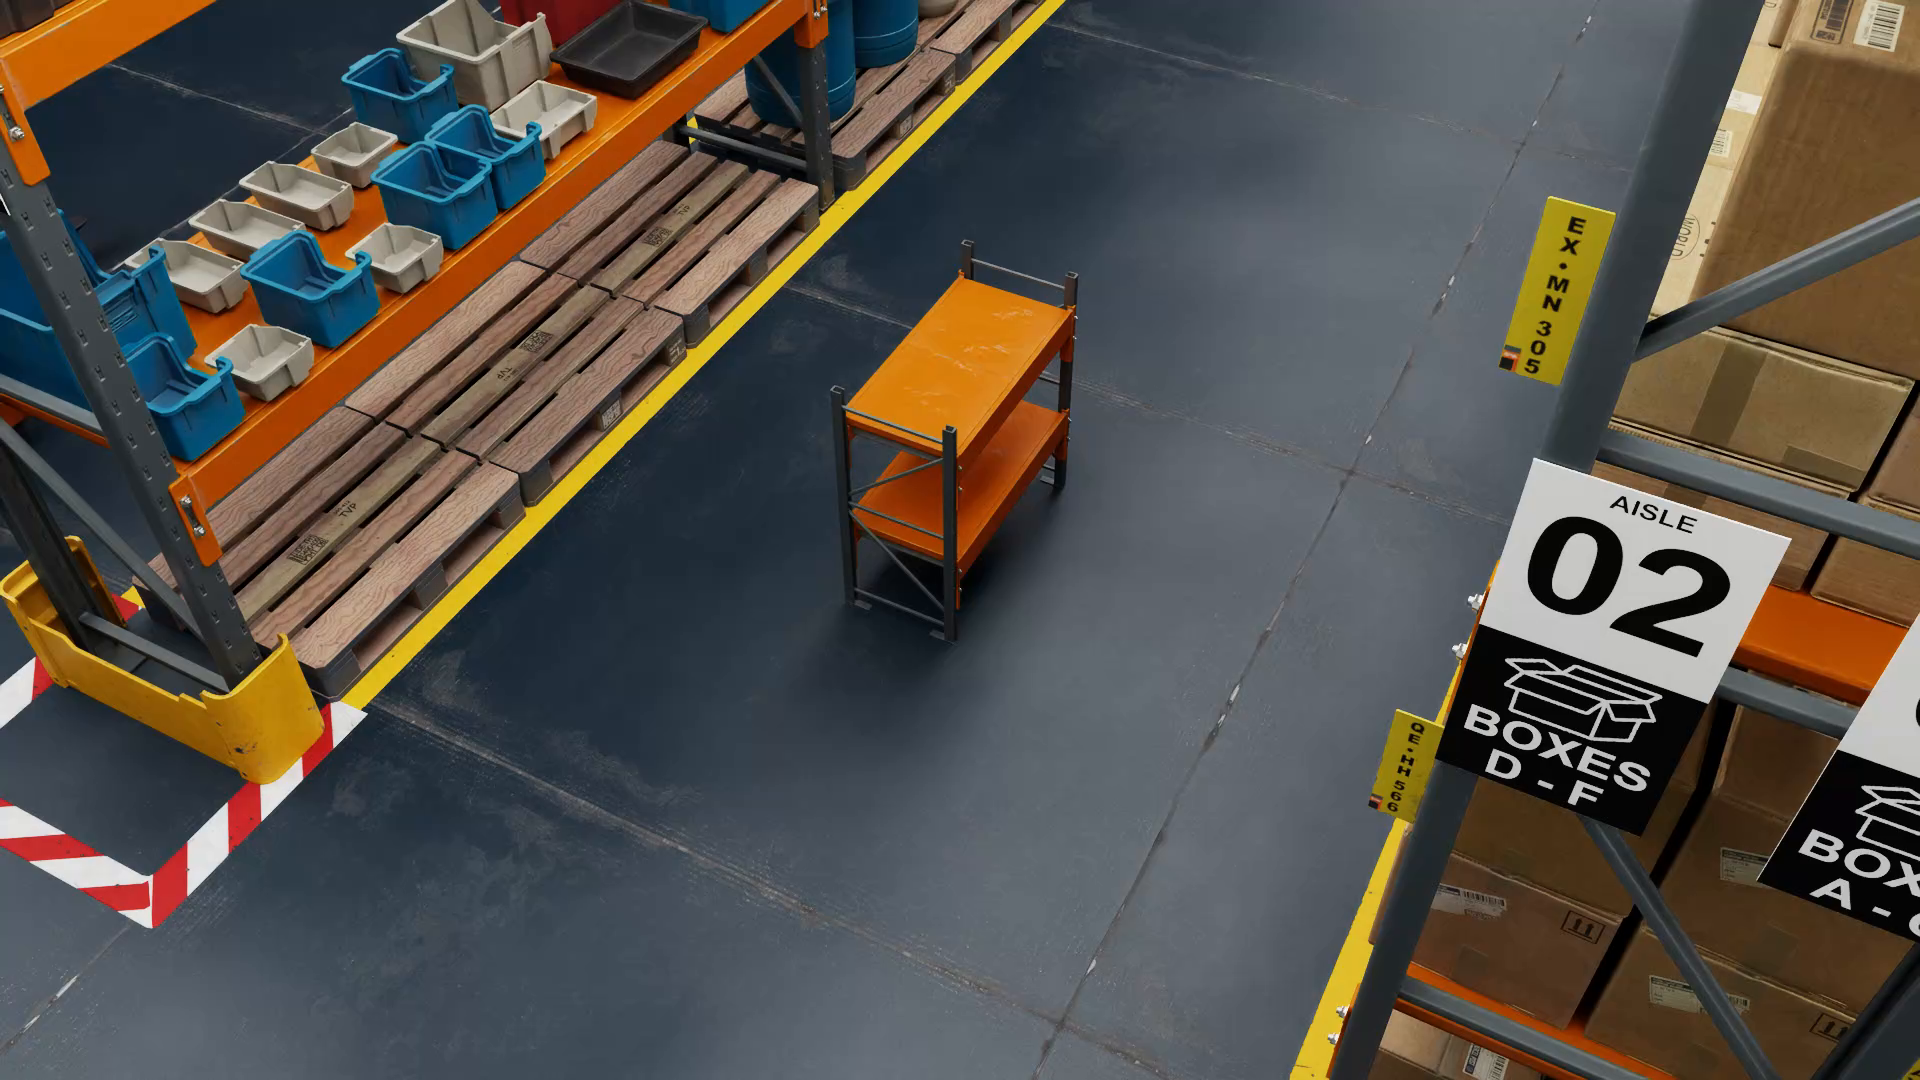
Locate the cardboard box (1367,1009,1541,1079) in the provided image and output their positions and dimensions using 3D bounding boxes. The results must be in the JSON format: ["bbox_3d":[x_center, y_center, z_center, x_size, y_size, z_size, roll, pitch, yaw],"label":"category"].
[{"bbox_3d":[1.433,1.483,4.903,0.500,0.500,0.500,20,49,19],"label":"cardboard box"}]

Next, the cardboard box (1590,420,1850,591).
[{"bbox_3d":[1.403,-0.229,3.144,0.500,0.250,0.500,20,49,19],"label":"cardboard box"}]

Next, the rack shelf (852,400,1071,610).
[{"bbox_3d":[-0.003,-0.219,6.800,0.538,0.278,1.000,20,49,19],"label":"rack shelf"}]

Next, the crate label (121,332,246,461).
[{"bbox_3d":[-2.581,-0.464,5.455,0.416,0.233,0.303,20,49,19],"label":"crate label"}]

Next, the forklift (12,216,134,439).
[{"bbox_3d":[-4.824,-1.435,6.388,1.130,2.935,3.031,21,49,19],"label":"forklift"}]

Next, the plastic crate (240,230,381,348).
[{"bbox_3d":[-2.275,-0.878,5.865,0.416,0.233,0.300,20,49,19],"label":"plastic crate"}]

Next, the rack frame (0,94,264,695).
[{"bbox_3d":[-2.987,-0.455,5.370,1.000,3.000,0.127,20,49,19],"label":"rack frame"}]

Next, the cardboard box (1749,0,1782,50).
[{"bbox_3d":[1.878,-1.031,3.585,0.500,0.250,0.500,20,49,19],"label":"cardboard box"}]

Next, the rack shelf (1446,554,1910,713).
[{"bbox_3d":[2.327,-0.878,4.186,1.077,0.370,4.000,20,49,19],"label":"rack shelf"}]

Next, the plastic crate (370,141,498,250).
[{"bbox_3d":[-1.970,-1.293,6.274,0.416,0.233,0.300,20,49,19],"label":"plastic crate"}]

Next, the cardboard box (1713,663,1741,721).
[{"bbox_3d":[2.074,0.272,3.878,0.500,0.500,0.500,21,49,19],"label":"cardboard box"}]

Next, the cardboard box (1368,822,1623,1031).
[{"bbox_3d":[1.365,0.776,4.084,0.500,0.500,0.500,22,49,20],"label":"cardboard box"}]

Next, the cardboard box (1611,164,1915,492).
[{"bbox_3d":[1.411,-0.402,2.963,0.500,0.250,0.500,20,49,19],"label":"cardboard box"}]

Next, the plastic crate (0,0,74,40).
[{"bbox_3d":[-2.562,-1.614,4.499,0.497,0.269,0.590,20,49,19],"label":"plastic crate"}]

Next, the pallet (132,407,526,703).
[{"bbox_3d":[-2.570,0.019,6.863,1.003,0.211,1.213,20,49,19],"label":"pallet"}]

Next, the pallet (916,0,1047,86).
[{"bbox_3d":[-0.170,-3.238,10.082,1.003,0.211,1.213,20,49,19],"label":"pallet"}]

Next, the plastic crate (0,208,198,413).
[{"bbox_3d":[-2.997,-0.761,5.606,0.616,0.435,0.499,20,49,19],"label":"plastic crate"}]

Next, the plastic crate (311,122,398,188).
[{"bbox_3d":[-2.393,-1.510,6.557,0.298,0.136,0.250,20,49,19],"label":"plastic crate"}]

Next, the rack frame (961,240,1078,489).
[{"bbox_3d":[0.233,-0.711,6.942,0.500,1.125,0.032,20,49,19],"label":"rack frame"}]

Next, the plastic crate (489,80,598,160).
[{"bbox_3d":[-1.672,-1.707,6.751,0.293,0.136,0.466,20,49,19],"label":"plastic crate"}]

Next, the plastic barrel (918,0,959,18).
[{"bbox_3d":[-0.193,-3.357,9.693,0.421,0.512,0.421,0,45,0],"label":"plastic barrel"}]

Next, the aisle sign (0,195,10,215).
[{"bbox_3d":[-2.757,-1.225,4.304,0.394,0.787,0.004,20,49,19],"label":"aisle sign"}]

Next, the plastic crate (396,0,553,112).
[{"bbox_3d":[-2.002,-2.053,6.991,0.437,0.282,0.530,20,49,19],"label":"plastic crate"}]

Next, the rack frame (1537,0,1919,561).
[{"bbox_3d":[1.398,-0.926,1.618,1.000,3.000,0.127,20,49,19],"label":"rack frame"}]

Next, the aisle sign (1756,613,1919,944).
[{"bbox_3d":[1.627,0.409,2.689,0.394,0.787,0.004,20,49,19],"label":"aisle sign"}]

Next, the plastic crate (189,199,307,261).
[{"bbox_3d":[-2.622,-1.134,6.185,0.396,0.136,0.243,20,49,19],"label":"plastic crate"}]

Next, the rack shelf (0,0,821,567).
[{"bbox_3d":[-2.059,-1.462,6.871,1.077,0.370,4.000,20,49,19],"label":"rack shelf"}]

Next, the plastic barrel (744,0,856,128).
[{"bbox_3d":[-0.863,-2.722,8.791,0.600,0.901,0.708,20,49,19],"label":"plastic barrel"}]

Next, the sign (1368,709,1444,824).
[{"bbox_3d":[0.916,0.469,3.421,0.100,0.325,0.005,20,49,19],"label":"sign"}]

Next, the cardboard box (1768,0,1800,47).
[{"bbox_3d":[2.067,-1.224,3.249,0.700,0.500,0.500,20,49,19],"label":"cardboard box"}]

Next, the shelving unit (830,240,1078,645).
[{"bbox_3d":[-0.003,-0.391,6.626,0.538,1.125,1.048,20,49,19],"label":"shelving unit"}]

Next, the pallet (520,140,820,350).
[{"bbox_3d":[-1.437,-1.518,8.382,1.003,0.211,1.213,20,49,19],"label":"pallet"}]
